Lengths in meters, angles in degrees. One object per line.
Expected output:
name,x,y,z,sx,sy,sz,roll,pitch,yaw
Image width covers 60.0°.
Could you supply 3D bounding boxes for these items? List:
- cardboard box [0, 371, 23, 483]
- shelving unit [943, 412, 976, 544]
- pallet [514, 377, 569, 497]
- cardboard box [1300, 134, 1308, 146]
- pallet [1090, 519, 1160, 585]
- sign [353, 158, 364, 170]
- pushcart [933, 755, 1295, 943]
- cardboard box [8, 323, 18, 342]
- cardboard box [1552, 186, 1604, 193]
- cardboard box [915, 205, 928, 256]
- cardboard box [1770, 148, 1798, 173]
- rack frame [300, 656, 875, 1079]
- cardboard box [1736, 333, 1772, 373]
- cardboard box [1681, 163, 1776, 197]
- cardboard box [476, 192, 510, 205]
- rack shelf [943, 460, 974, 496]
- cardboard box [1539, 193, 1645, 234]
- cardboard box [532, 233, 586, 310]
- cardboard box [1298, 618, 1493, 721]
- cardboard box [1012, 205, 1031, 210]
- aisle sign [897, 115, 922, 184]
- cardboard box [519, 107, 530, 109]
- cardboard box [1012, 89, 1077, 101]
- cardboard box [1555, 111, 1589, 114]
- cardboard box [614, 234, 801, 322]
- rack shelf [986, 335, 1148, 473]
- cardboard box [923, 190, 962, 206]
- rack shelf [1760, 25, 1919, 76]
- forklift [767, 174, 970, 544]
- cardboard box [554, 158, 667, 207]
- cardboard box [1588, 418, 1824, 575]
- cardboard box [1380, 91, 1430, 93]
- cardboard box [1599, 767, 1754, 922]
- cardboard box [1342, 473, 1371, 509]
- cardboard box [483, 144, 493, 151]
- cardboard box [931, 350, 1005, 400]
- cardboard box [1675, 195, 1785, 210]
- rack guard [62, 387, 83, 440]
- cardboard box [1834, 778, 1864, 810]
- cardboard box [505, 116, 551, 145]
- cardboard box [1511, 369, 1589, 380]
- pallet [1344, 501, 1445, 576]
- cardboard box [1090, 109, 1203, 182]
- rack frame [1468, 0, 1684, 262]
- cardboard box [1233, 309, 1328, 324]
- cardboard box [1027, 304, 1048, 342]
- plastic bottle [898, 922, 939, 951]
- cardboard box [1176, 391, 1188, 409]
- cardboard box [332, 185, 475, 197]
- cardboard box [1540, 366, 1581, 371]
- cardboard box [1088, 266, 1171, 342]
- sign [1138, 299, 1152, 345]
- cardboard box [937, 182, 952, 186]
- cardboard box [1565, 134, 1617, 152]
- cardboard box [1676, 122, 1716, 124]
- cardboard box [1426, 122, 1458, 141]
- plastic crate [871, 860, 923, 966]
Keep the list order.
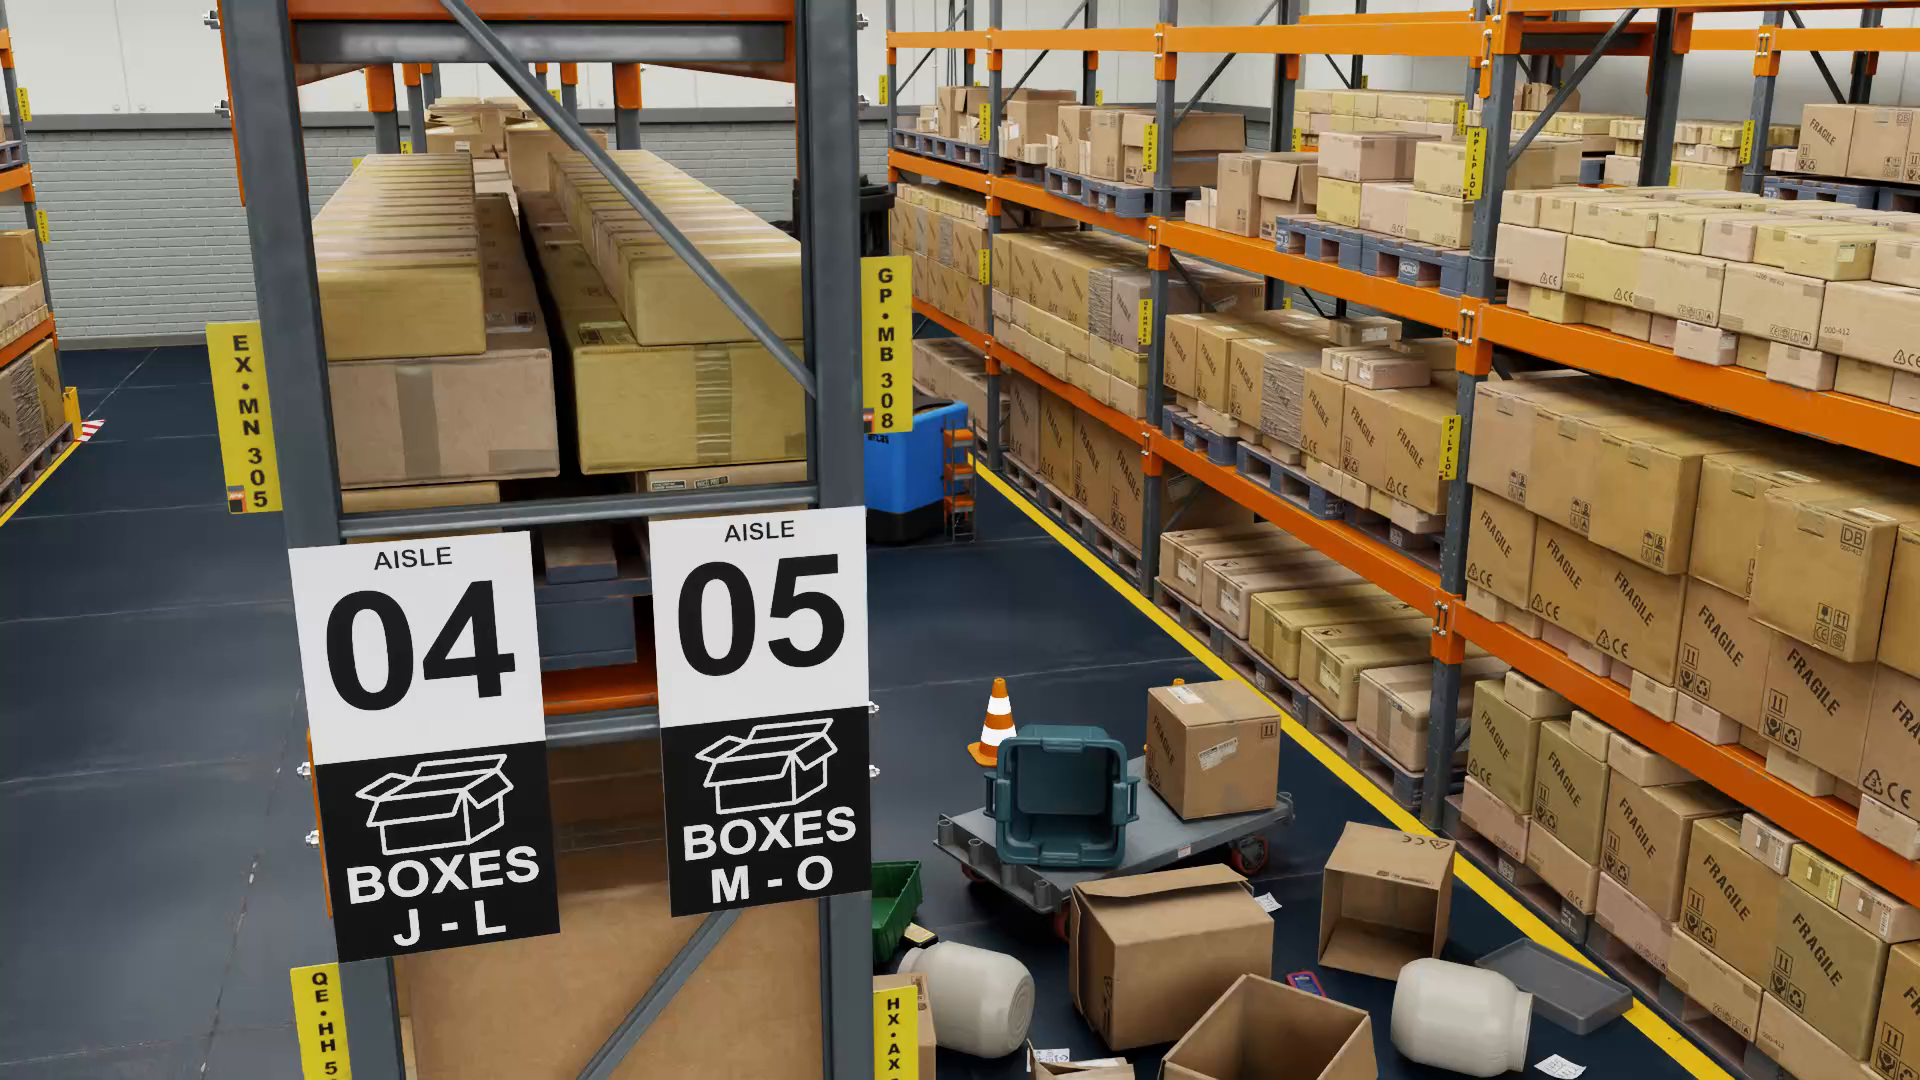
cardboard box,-9.118,-0.997,15.022,0.875,0.875,0.875,-5,17,-15
shelving unit,-0.002,-0.516,13.843,0.215,1.050,0.252,-5,17,-16
pallet,-1.225,-0.358,4.868,1.003,0.211,1.213,-5,17,-15
cardboard box,4.298,-4.869,20.171,0.380,0.149,0.250,-4,17,-14
pallet,1.717,0.058,13.391,1.003,0.211,1.213,-5,17,-15
sign,-2.290,-1.317,6.462,0.100,0.325,0.005,-5,17,-15
pushcart,0.782,1.503,8.292,1.648,0.377,0.936,-12,20,-34
cardboard box,-9.097,-1.936,15.619,0.380,0.149,0.250,-5,17,-15
cardboard box,3.185,-1.706,8.734,0.500,0.250,0.500,-5,17,-17
cardboard box,-0.182,-3.353,17.990,0.500,0.500,0.500,-5,17,-16
cardboard box,6.437,-2.900,12.680,0.380,0.166,0.250,-5,17,-15
rack frame,-0.672,1.579,3.481,1.000,3.000,0.127,-5,17,-15
cardboard box,3.234,-0.730,6.391,0.380,0.149,0.250,-5,17,-15
cardboard box,6.258,-2.934,13.553,0.500,0.250,0.500,-5,18,-17
cardboard box,-1.906,-1.126,6.113,0.500,0.250,0.500,-5,17,-15
rack shelf,-0.002,-0.506,13.846,0.215,0.259,0.240,-5,17,-16
cardboard box,2.833,-1.462,7.443,0.380,0.149,0.250,-4,17,-14
cardboard box,-0.975,-0.750,4.860,0.500,0.250,0.500,-5,17,-16
cardboard box,2.613,0.767,10.022,0.950,0.372,0.625,-4,17,-12
cardboard box,0.728,-3.242,16.491,0.380,0.149,0.250,-5,17,-16
aisle sign,-0.636,-4.508,19.227,0.394,0.787,0.004,-5,17,-15
cardboard box,-3.860,-3.713,14.583,0.380,0.149,0.250,-5,18,-18
cardboard box,0.802,-4.072,16.004,0.500,0.500,0.500,-4,17,-14
cardboard box,5.897,-4.049,16.020,0.380,0.149,0.250,-5,17,-16
cardboard box,-0.526,-0.555,3.519,0.380,0.149,0.250,-5,17,-15
rack shelf,1.312,-1.262,14.189,1.077,0.370,4.000,-5,17,-15
cardboard box,-0.192,-3.696,18.002,0.380,0.149,0.250,-5,17,-15
rack shelf,7.182,-3.230,11.010,1.077,0.370,4.000,-5,17,-15
forklift,-1.414,-1.684,14.463,3.031,2.935,1.130,12,20,34
cardboard box,-1.226,-1.259,5.863,0.380,0.149,0.250,-5,17,-15
cardboard box,3.104,-0.193,6.952,0.700,0.500,0.500,-5,17,-16
cardboard box,5.119,-5.020,19.109,0.500,0.250,0.500,-5,17,-15
cardboard box,3.162,1.285,7.206,0.500,0.500,0.500,-4,17,-12
cardboard box,2.393,-0.291,9.413,0.380,0.149,0.250,-5,17,-16
cardboard box,-3.555,-2.532,11.780,0.500,0.500,0.500,-5,17,-15
cardboard box,0.200,-1.813,18.497,0.875,0.438,0.875,-4,17,-14
cardboard box,3.388,-1.430,7.334,0.380,0.149,0.250,-4,17,-14
rack guard,-9.872,-1.292,17.384,1.175,0.500,0.348,-5,17,-15
cardboard box,3.490,0.909,6.149,0.380,0.149,0.250,-4,17,-14
cardboard box,-2.858,-2.761,11.212,0.396,0.266,0.258,-5,17,-15
cardboard box,3.171,-0.807,8.876,0.380,0.149,0.250,-5,17,-15
pallet,2.890,-0.078,9.330,1.003,0.211,1.213,-5,17,-15
cardboard box,1.406,-2.998,12.599,0.700,0.500,0.500,-6,18,-18
rack frame,2.960,-2.820,7.698,1.000,3.000,0.127,-5,17,-15
cardboard box,2.253,-1.341,11.781,0.500,0.500,0.500,-5,17,-17
cardboard box,0.895,-1.900,14.453,0.500,0.250,0.500,-4,17,-15
plastic bottle,-0.244,1.837,7.730,0.283,0.061,0.133,16,23,42
cardboard box,1.772,-1.029,11.872,0.380,0.149,0.250,-6,18,-18
cardboard box,-1.580,-0.926,4.754,0.380,0.149,0.250,-5,17,-16
cardboard box,6.064,-1.650,16.718,0.380,0.149,0.250,-5,17,-15
cardboard box,1.319,-1.844,12.963,0.500,0.500,0.500,-4,17,-14
sign,1.328,-1.563,11.928,0.100,0.325,0.005,-5,17,-15
cardboard box,-0.046,-4.020,19.082,0.380,0.149,0.250,-4,17,-15
cardboard box,5.680,-3.581,14.979,0.380,0.149,0.250,-4,17,-14
cardboard box,6.132,-3.441,14.029,0.380,0.149,0.250,-5,17,-16
cardboard box,5.160,-4.174,17.163,0.500,0.250,0.500,-5,17,-15
plastic crate,-0.464,1.736,7.746,0.450,0.188,0.662,-6,15,16
